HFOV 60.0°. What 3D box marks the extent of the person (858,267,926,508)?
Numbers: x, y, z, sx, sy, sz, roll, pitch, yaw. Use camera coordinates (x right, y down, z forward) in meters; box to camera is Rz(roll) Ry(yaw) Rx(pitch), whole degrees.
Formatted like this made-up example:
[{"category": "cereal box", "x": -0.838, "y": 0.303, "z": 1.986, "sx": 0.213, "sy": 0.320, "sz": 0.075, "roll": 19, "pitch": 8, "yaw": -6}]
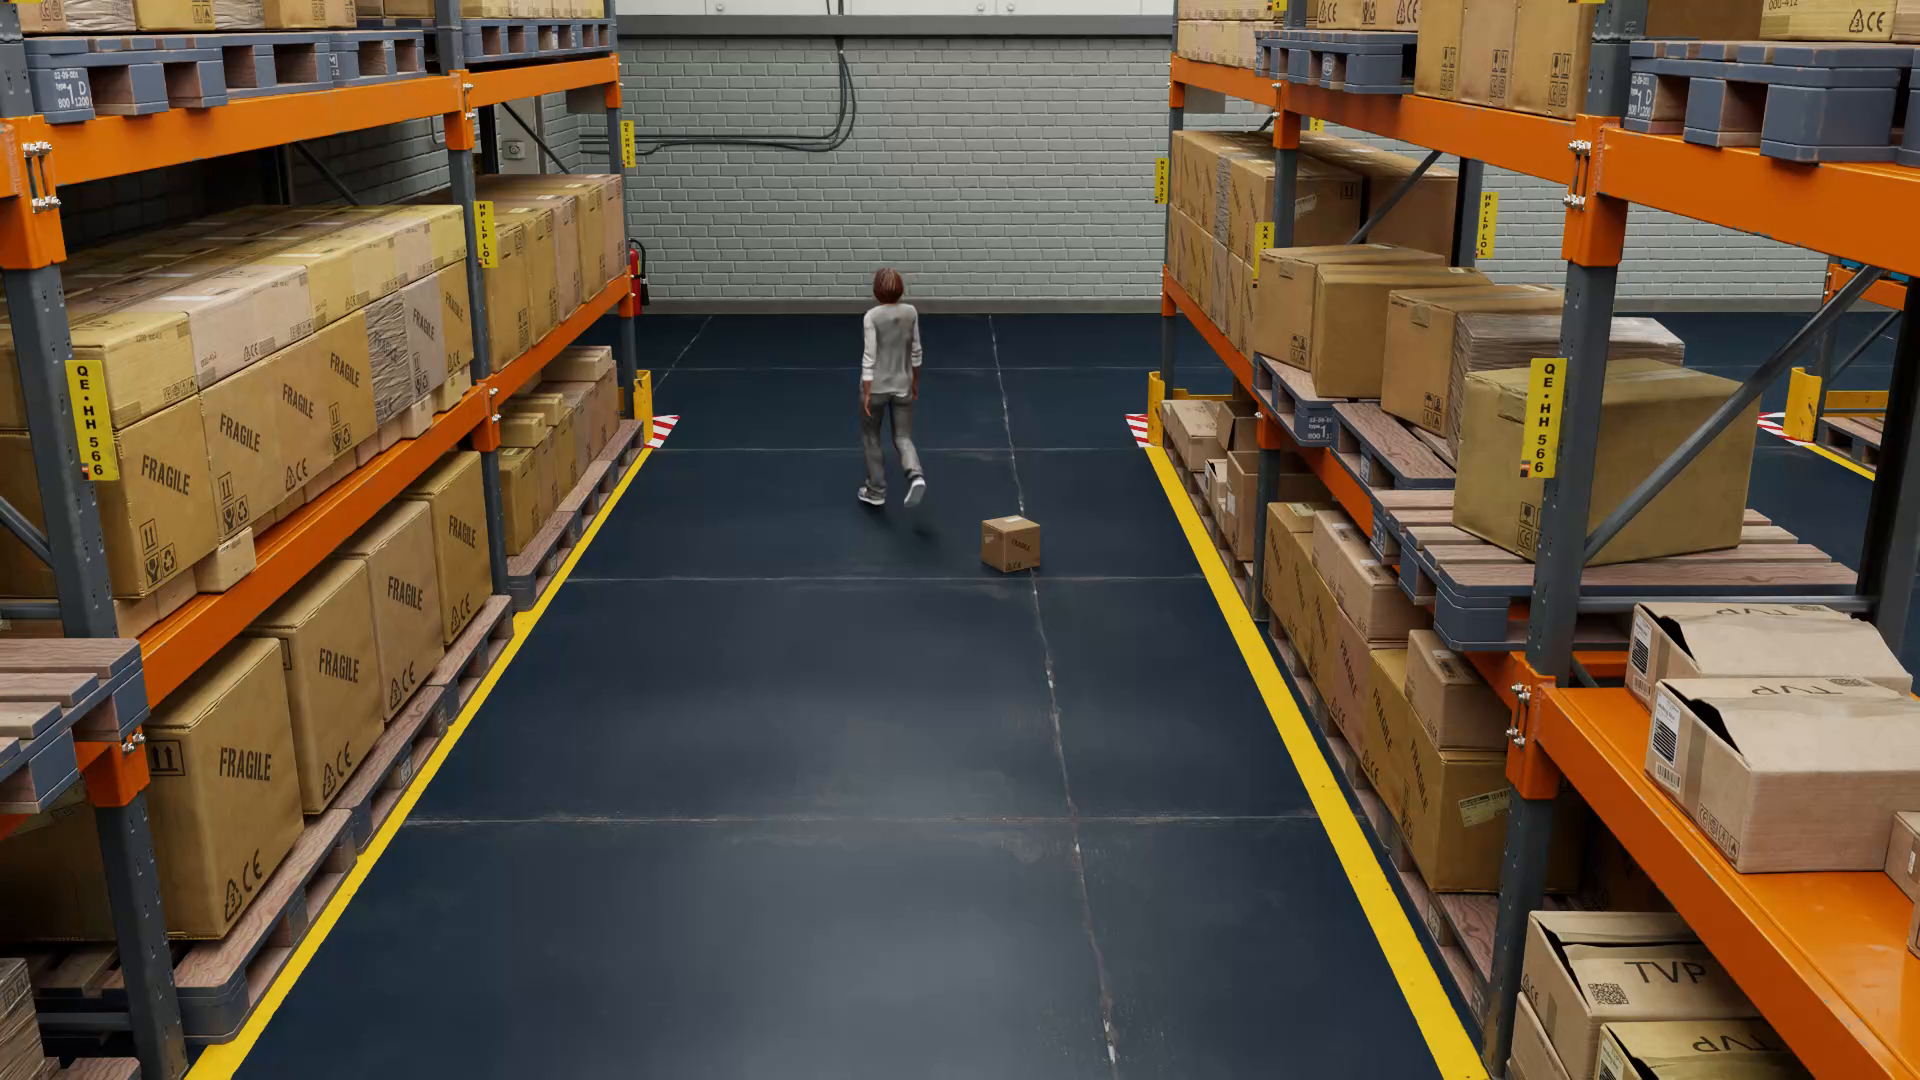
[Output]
[{"category": "person", "x": -0.420, "y": -0.947, "z": 10.552, "sx": 0.423, "sy": 1.568, "sz": 0.768, "roll": -8, "pitch": 19, "yaw": -23}]
